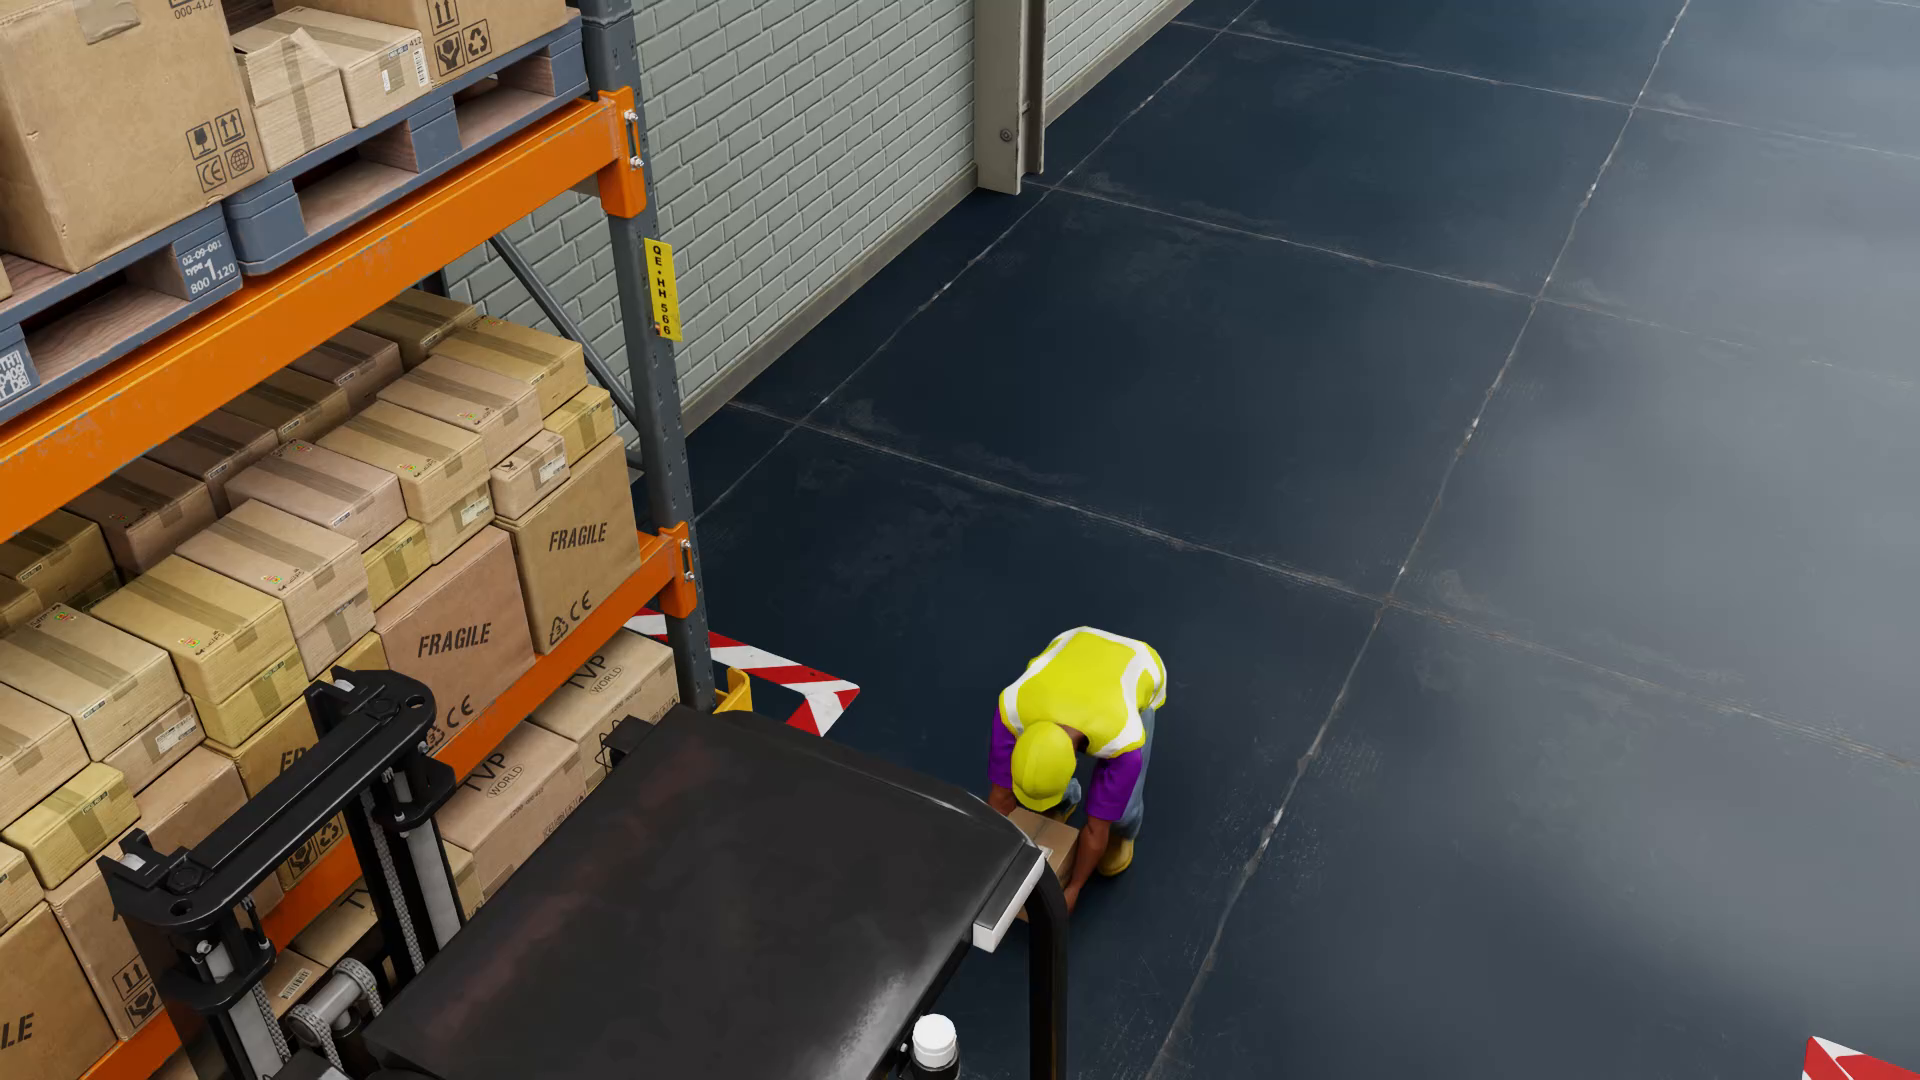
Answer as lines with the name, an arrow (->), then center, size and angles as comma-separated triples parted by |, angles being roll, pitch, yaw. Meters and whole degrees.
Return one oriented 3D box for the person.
person -> 0.409, 0.796, 5.725 | 0.504, 1.009, 0.952 | 16, 41, 20
